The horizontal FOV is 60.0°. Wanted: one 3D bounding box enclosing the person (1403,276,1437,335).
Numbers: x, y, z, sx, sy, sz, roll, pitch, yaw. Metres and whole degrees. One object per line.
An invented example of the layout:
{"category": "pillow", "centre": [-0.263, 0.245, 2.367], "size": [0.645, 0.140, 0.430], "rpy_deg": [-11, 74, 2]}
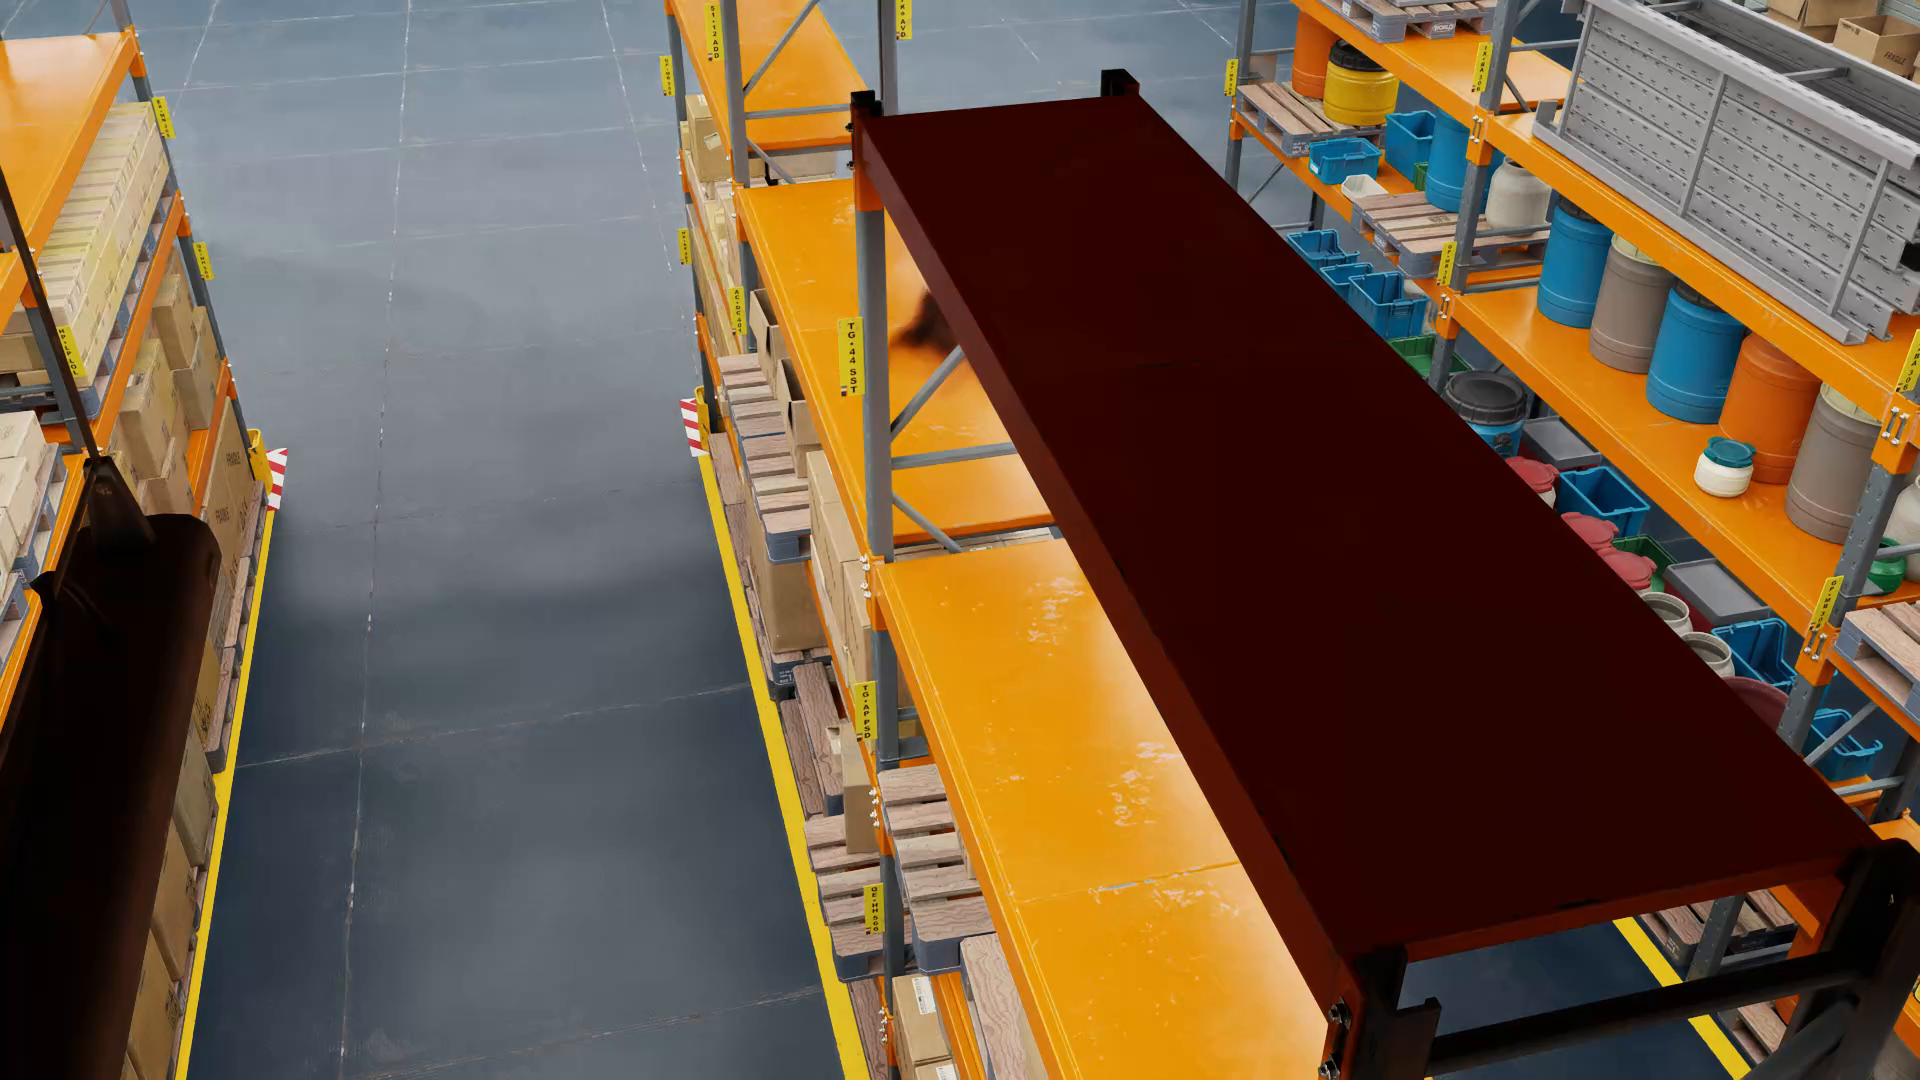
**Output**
{"category": "person", "centre": [4.424, -2.431, 16.071], "size": [0.744, 1.799, 0.902], "rpy_deg": [-17, 38, -24]}
